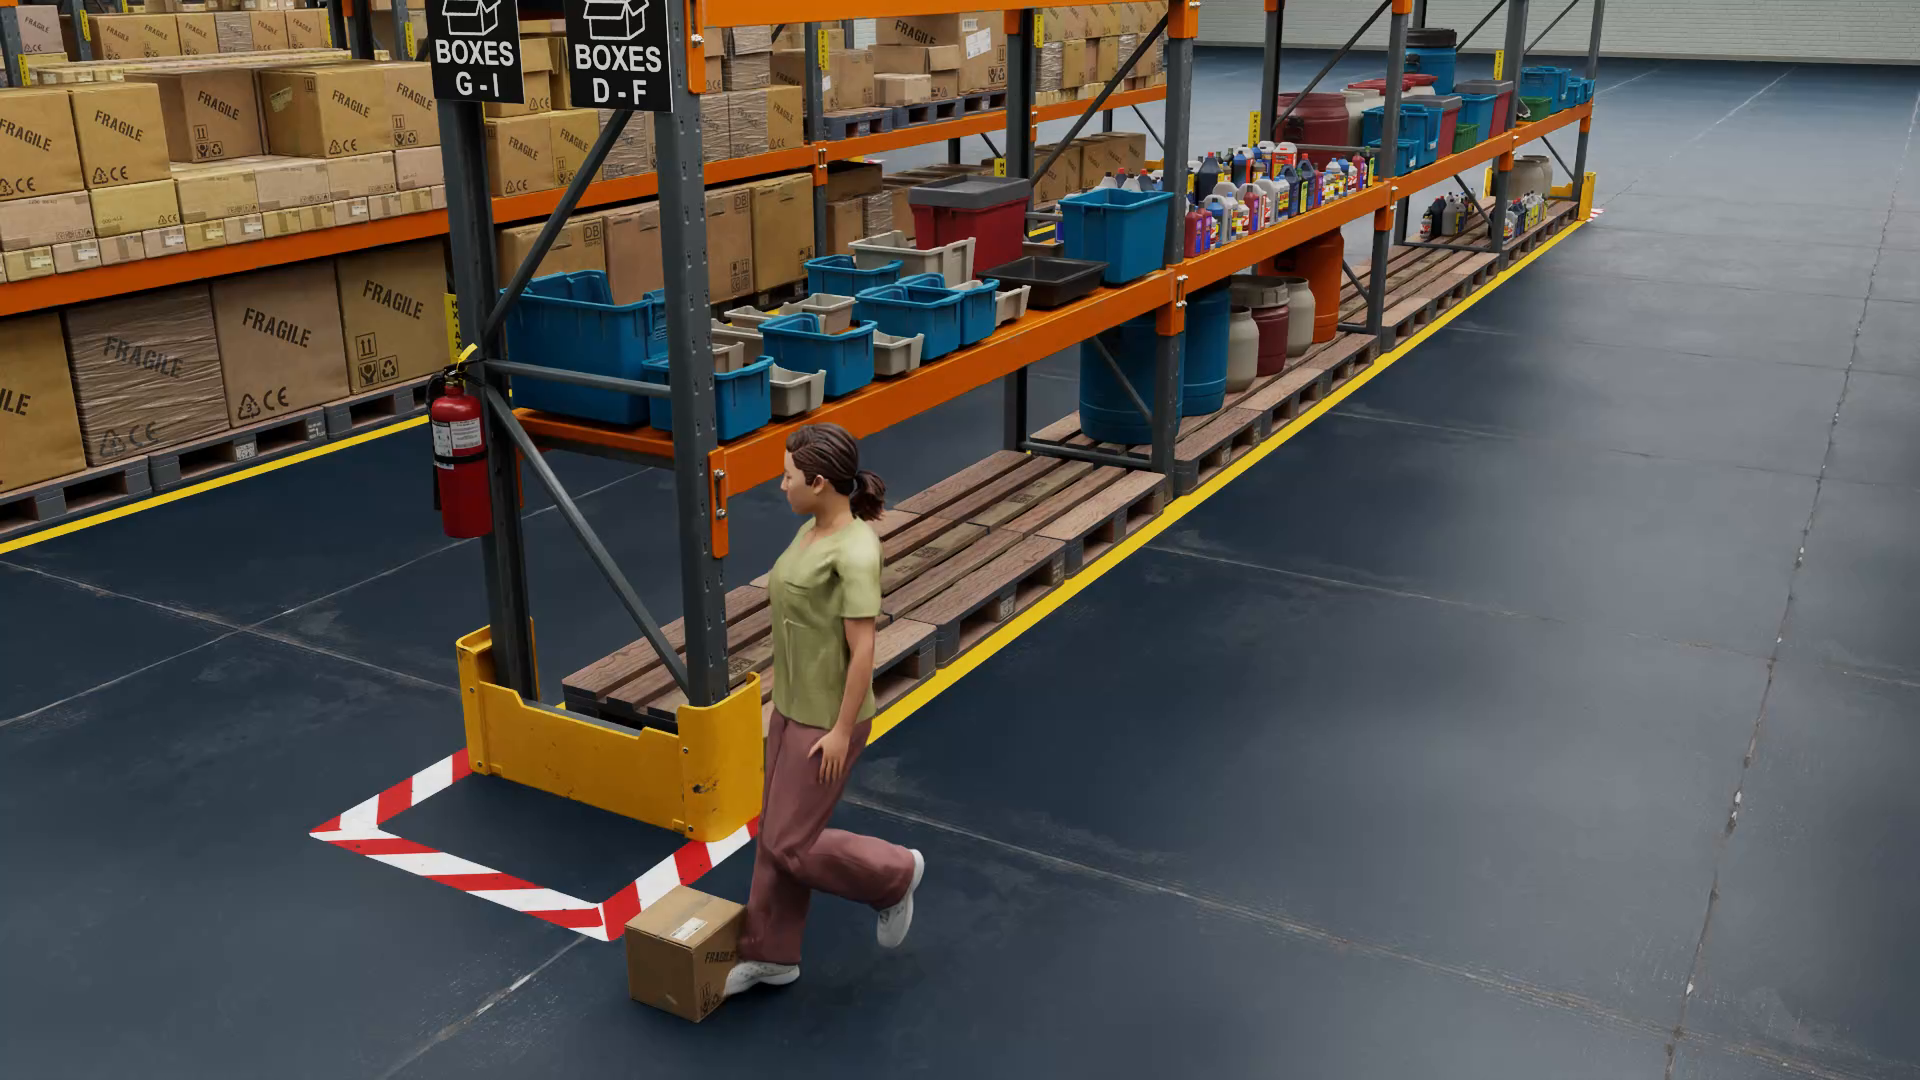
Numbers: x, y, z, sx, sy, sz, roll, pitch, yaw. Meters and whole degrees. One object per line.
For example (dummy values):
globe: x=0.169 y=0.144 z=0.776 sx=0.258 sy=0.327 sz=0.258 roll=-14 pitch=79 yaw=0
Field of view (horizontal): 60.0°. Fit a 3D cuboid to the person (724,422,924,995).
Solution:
person: x=-0.445 y=0.496 z=4.655 sx=0.686 sy=1.657 sz=0.510 roll=-9 pitch=21 yaw=-23
